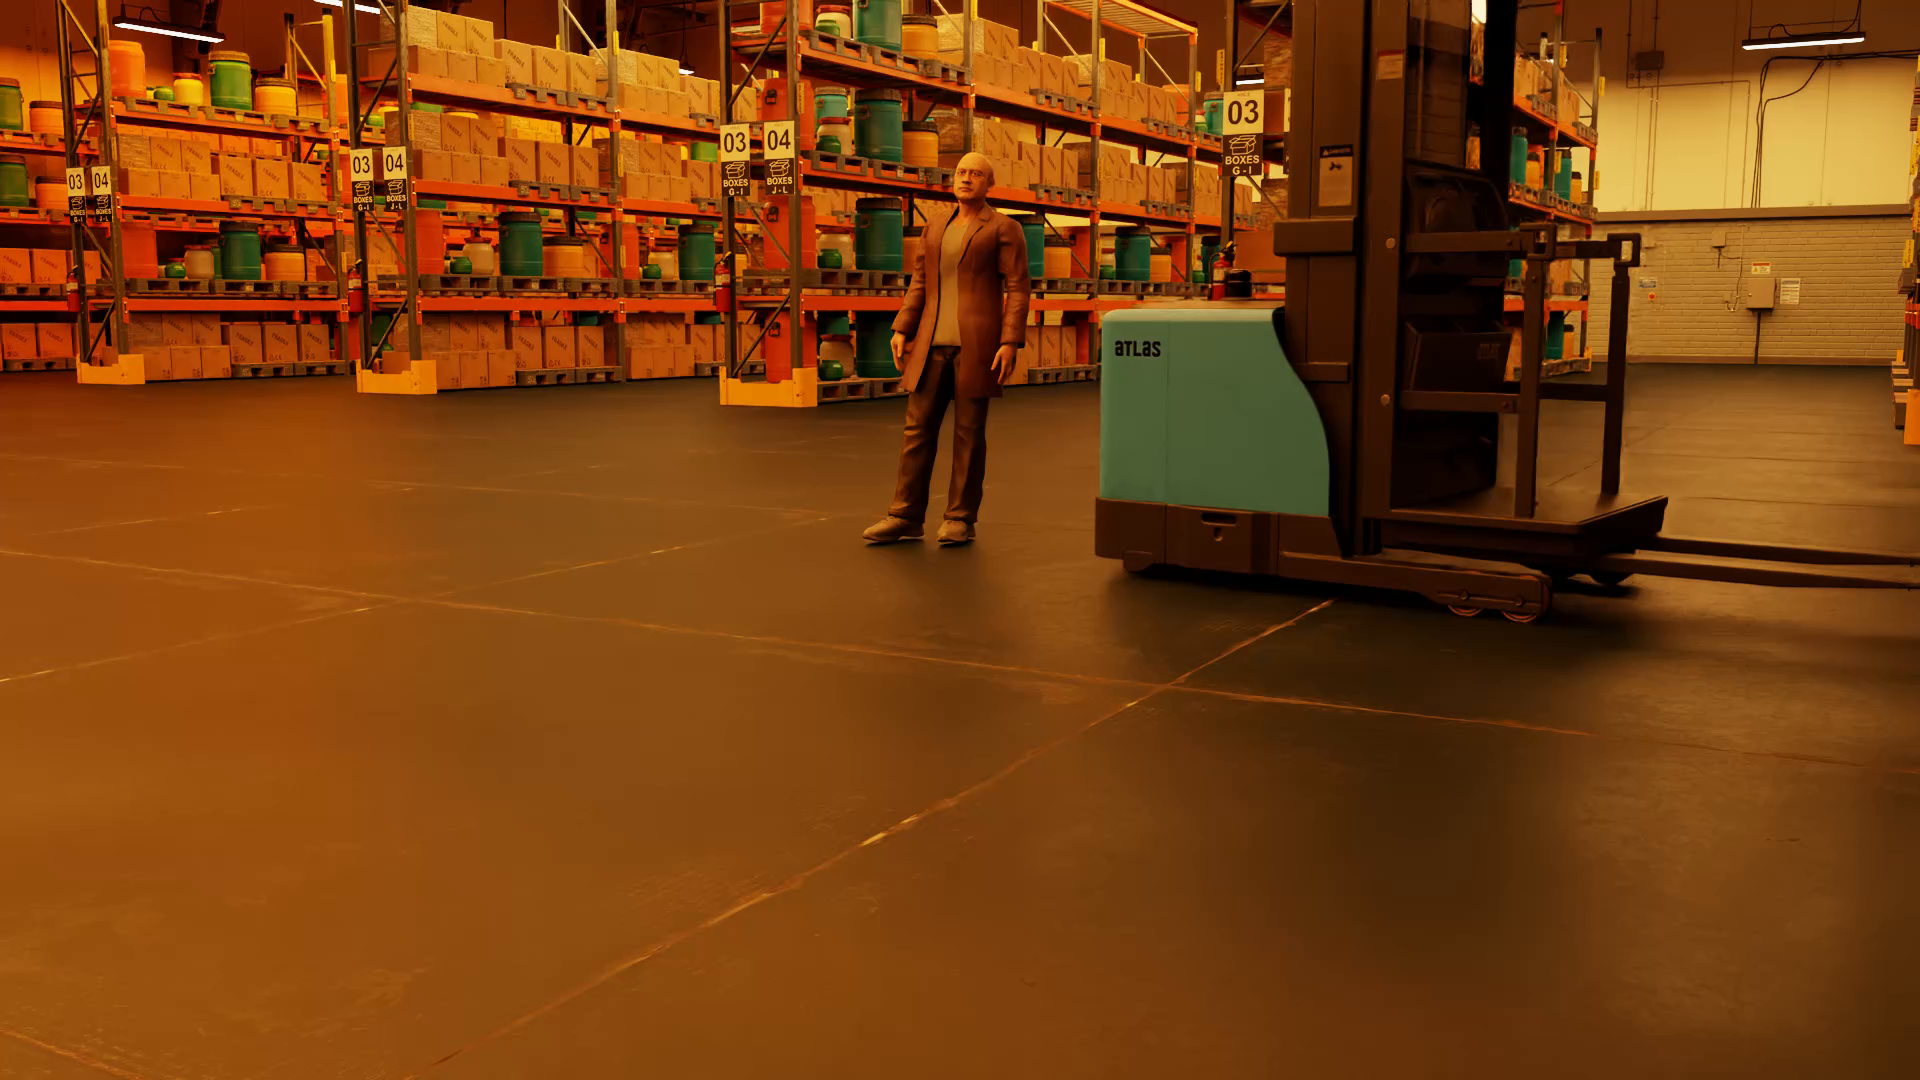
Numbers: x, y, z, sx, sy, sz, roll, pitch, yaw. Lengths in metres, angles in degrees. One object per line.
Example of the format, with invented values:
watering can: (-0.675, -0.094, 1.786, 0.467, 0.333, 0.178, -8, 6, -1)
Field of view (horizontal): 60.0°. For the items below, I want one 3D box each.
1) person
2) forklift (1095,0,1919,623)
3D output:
person: (-0.048, -0.877, 7.614, 0.698, 1.776, 0.581, 4, 9, 29)
forklift: (2.034, -1.247, 6.132, 3.031, 2.935, 1.130, 6, 10, 37)
